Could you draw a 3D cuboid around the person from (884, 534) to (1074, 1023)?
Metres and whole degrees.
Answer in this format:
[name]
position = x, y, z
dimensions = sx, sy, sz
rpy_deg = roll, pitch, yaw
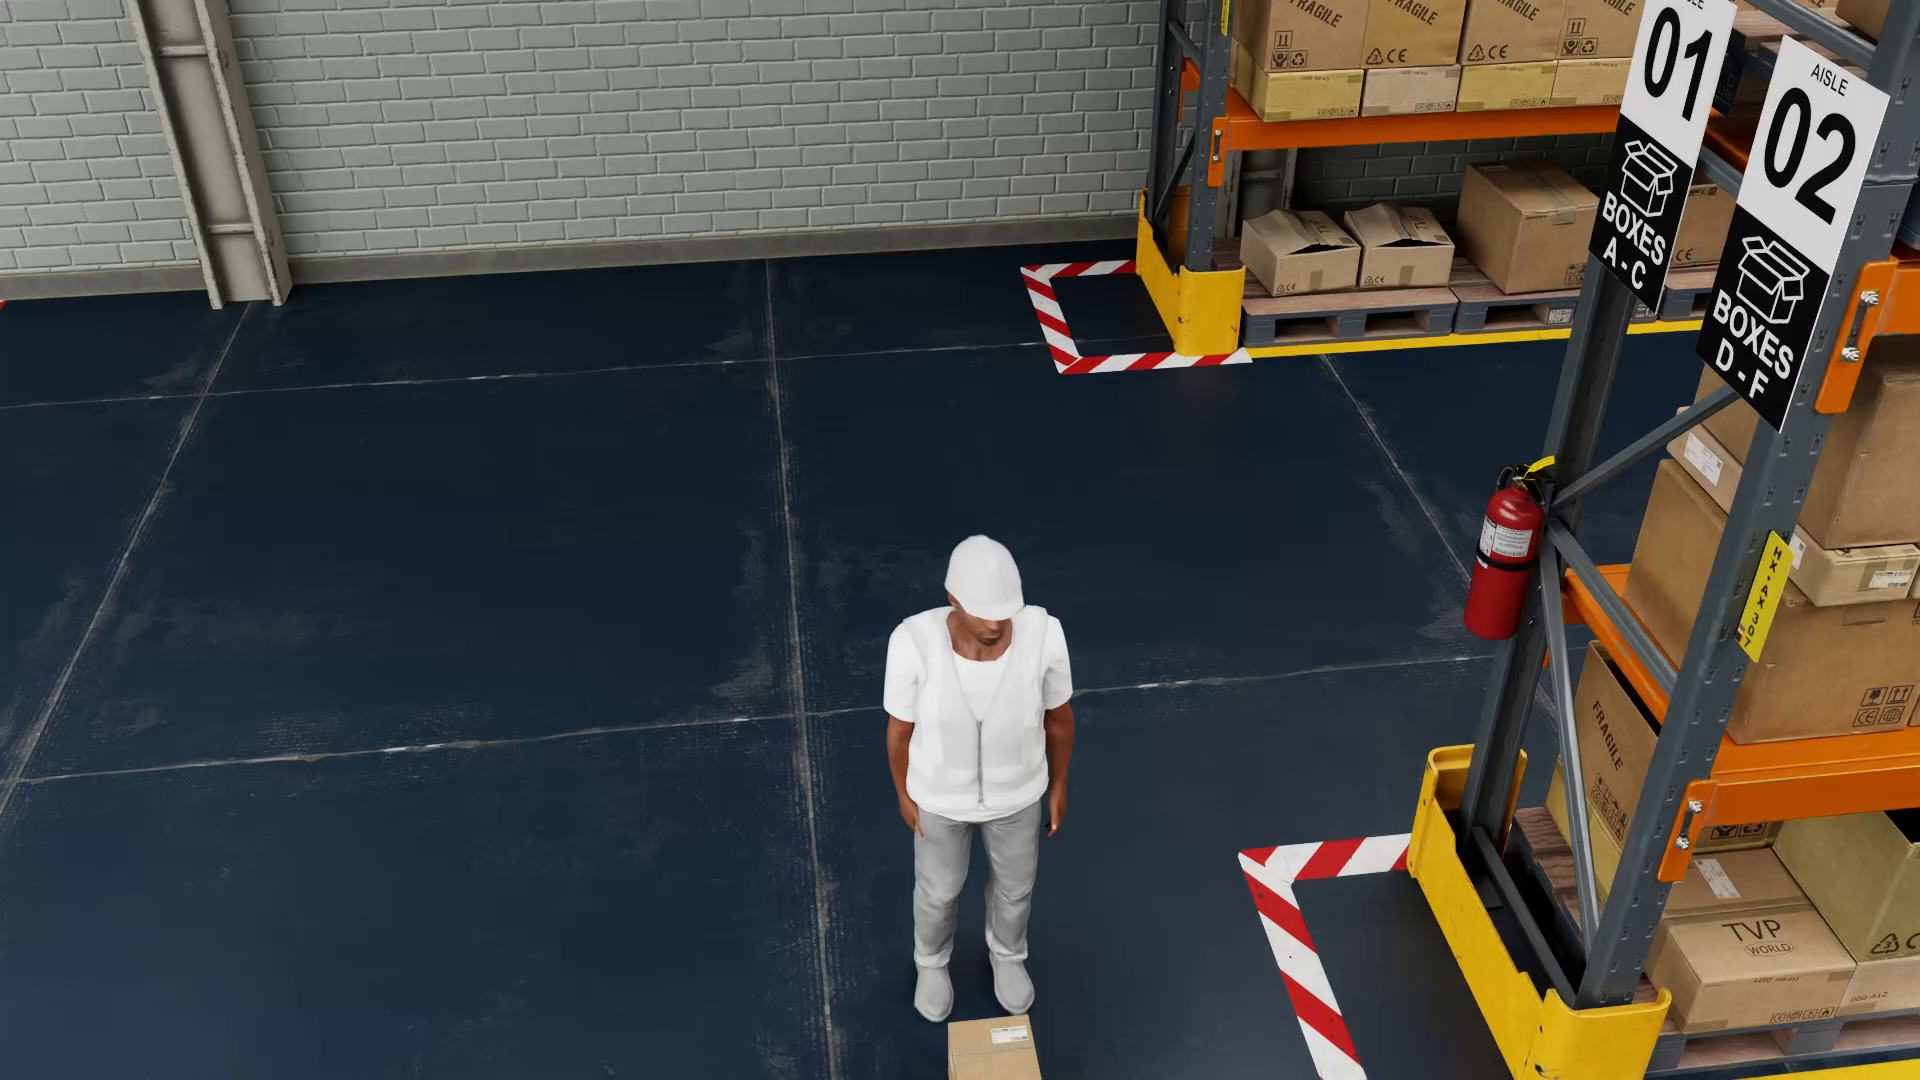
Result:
[person]
position = 0.062, 0.742, 5.050
dimensions = 0.565, 1.764, 0.358
rpy_deg = -4, 35, -5
